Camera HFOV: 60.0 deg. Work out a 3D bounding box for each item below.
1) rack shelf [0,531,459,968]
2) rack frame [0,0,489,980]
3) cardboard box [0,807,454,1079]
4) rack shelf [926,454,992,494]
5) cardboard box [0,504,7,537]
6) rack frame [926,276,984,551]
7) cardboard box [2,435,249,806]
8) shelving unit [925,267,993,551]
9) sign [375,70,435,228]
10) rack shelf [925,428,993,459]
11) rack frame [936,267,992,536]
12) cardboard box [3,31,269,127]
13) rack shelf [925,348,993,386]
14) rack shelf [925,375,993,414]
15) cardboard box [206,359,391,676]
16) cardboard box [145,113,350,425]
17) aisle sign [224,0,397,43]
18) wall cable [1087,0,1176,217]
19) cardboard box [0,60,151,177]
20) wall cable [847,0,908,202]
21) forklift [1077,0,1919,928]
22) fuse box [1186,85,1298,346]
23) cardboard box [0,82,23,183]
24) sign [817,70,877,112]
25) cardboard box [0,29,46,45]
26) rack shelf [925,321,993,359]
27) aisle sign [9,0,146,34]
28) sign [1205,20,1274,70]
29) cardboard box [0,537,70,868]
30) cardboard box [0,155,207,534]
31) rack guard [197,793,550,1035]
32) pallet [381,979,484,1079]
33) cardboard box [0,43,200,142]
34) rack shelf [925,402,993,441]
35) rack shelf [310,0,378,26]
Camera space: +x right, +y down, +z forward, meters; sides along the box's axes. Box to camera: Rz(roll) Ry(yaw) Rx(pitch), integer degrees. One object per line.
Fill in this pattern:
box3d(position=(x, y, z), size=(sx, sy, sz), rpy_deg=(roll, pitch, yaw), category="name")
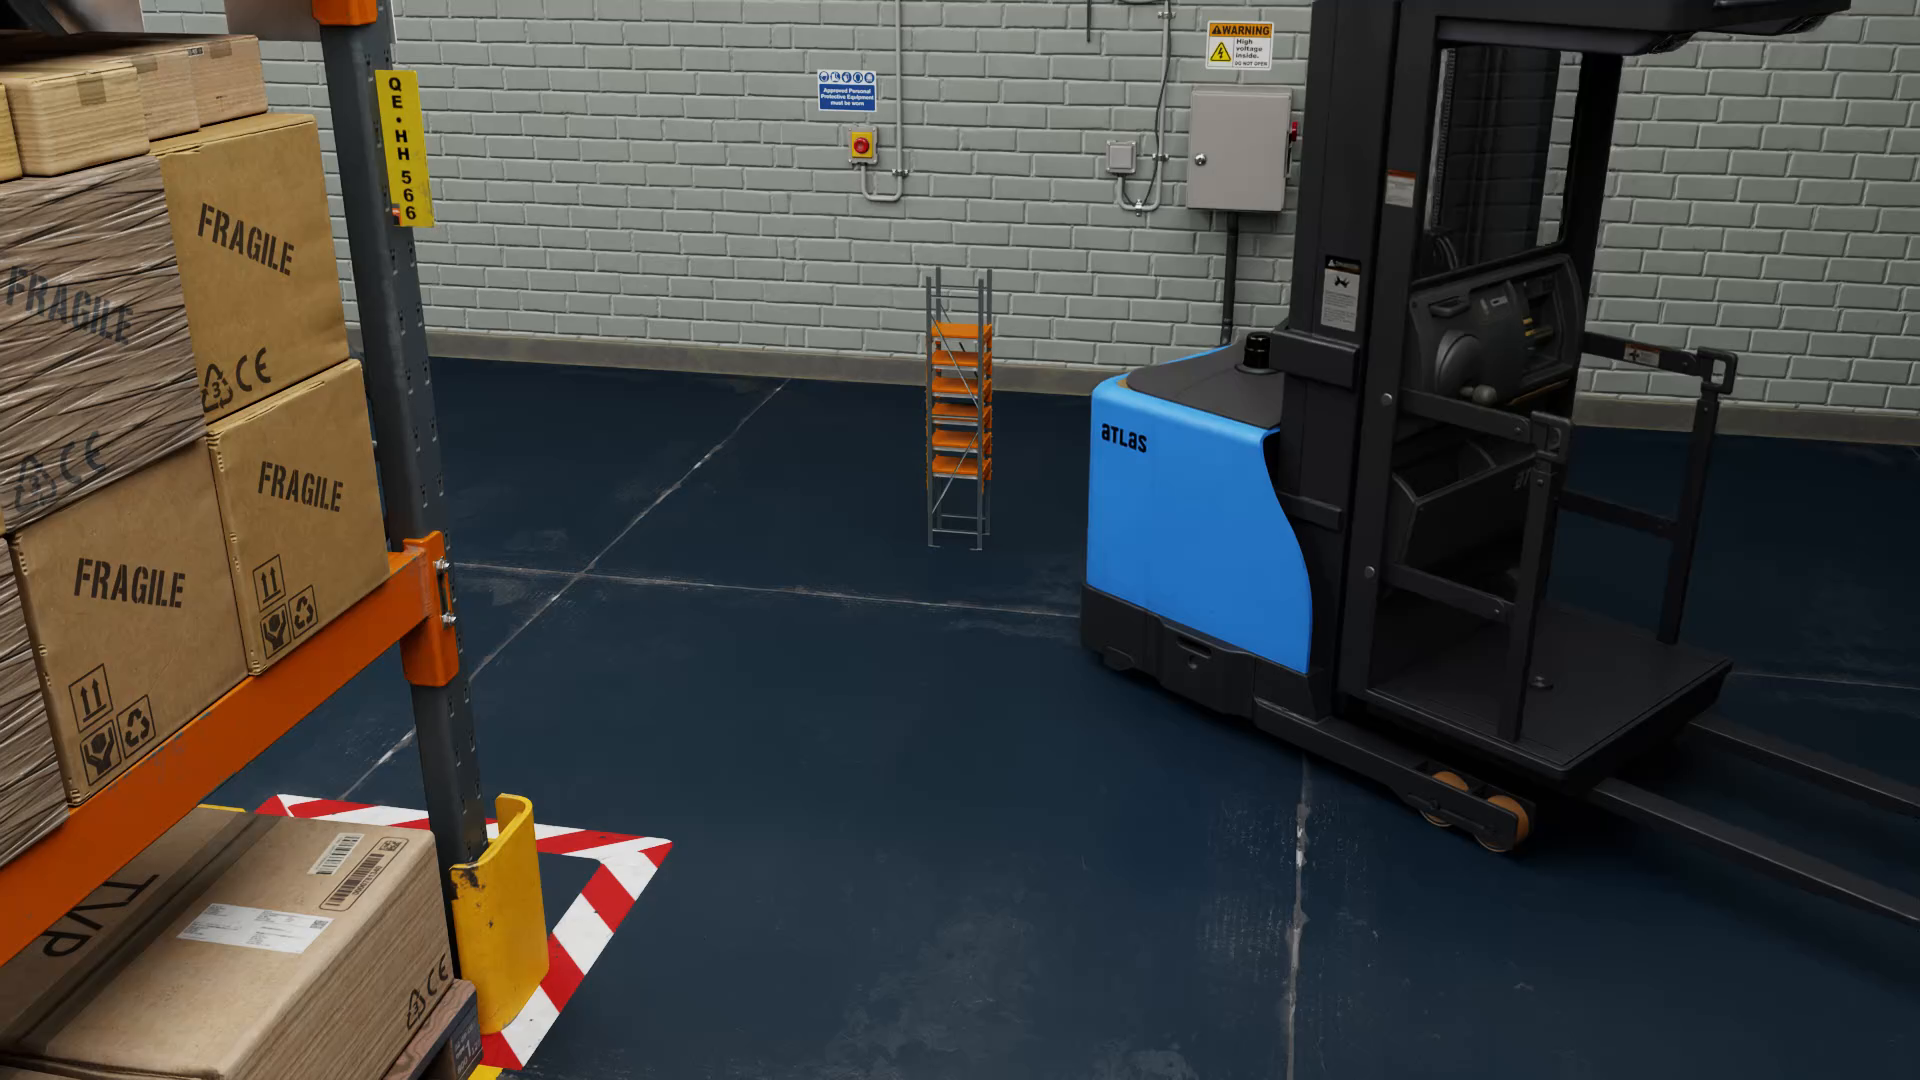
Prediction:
box3d(position=(-2.115, 0.839, 2.218), size=(1.077, 0.370, 4.000), rpy_deg=(4, 22, 11), category="rack shelf")
box3d(position=(-1.707, -0.226, 3.900), size=(1.000, 3.000, 0.127), rpy_deg=(4, 22, 11), category="rack frame")
box3d(position=(-1.744, 1.016, 3.682), size=(0.875, 0.438, 0.875), rpy_deg=(4, 22, 9), category="cardboard box")
box3d(position=(-0.003, -0.287, 7.223), size=(0.258, 0.103, 0.180), rpy_deg=(4, 22, 11), category="rack shelf")
box3d(position=(-1.755, -0.168, 2.283), size=(0.500, 0.500, 0.500), rpy_deg=(4, 22, 11), category="cardboard box")
box3d(position=(-0.022, -0.518, 7.033), size=(0.240, 1.200, 0.006), rpy_deg=(4, 22, 11), category="rack frame")
box3d(position=(-1.664, 0.106, 2.940), size=(0.500, 0.500, 0.500), rpy_deg=(4, 22, 10), category="cardboard box")
box3d(position=(-0.003, -0.551, 7.116), size=(0.258, 1.200, 0.189), rpy_deg=(4, 22, 11), category="shelving unit")
box3d(position=(-1.179, -0.827, 3.524), size=(0.100, 0.325, 0.005), rpy_deg=(4, 22, 11), category="sign")
box3d(position=(-0.003, -0.399, 7.178), size=(0.258, 0.103, 0.180), rpy_deg=(4, 22, 11), category="rack shelf")
box3d(position=(0.016, -0.585, 7.199), size=(0.240, 1.200, 0.006), rpy_deg=(4, 22, 11), category="rack frame")
box3d(position=(-1.584, -0.891, 3.210), size=(0.380, 0.149, 0.250), rpy_deg=(5, 22, 12), category="cardboard box")
box3d(position=(-0.003, -0.733, 7.043), size=(0.258, 0.103, 0.180), rpy_deg=(4, 22, 11), category="rack shelf")
box3d(position=(-0.003, -0.621, 7.088), size=(0.258, 0.103, 0.180), rpy_deg=(4, 22, 11), category="rack shelf")
box3d(position=(-1.547, -0.076, 3.393), size=(0.500, 0.500, 0.500), rpy_deg=(5, 22, 11), category="cardboard box")
box3d(position=(-1.573, -0.542, 3.212), size=(0.500, 0.500, 0.500), rpy_deg=(5, 23, 13), category="cardboard box")
box3d(position=(-1.389, -1.435, 3.421), size=(0.394, 0.787, 0.004), rpy_deg=(4, 22, 11), category="aisle sign")
box3d(position=(0.811, -2.658, 8.577), size=(0.588, 1.984, 0.122), rpy_deg=(4, 22, 11), category="wall cable")
box3d(position=(-1.583, -0.695, 2.724), size=(0.380, 0.149, 0.250), rpy_deg=(4, 22, 10), category="cardboard box")
box3d(position=(-0.580, -2.776, 8.829), size=(0.585, 1.953, 0.123), rpy_deg=(4, 22, 11), category="wall cable")
box3d(position=(1.800, -0.639, 5.016), size=(1.130, 2.935, 3.031), rpy_deg=(-19, 29, -39), category="forklift")
box3d(position=(1.447, -1.479, 8.736), size=(0.539, 1.711, 0.414), rpy_deg=(4, 22, 11), category="fuse box")
box3d(position=(-1.675, -0.606, 2.503), size=(0.380, 0.149, 0.250), rpy_deg=(5, 22, 12), category="cardboard box")
box3d(position=(-0.614, -2.442, 9.039), size=(0.327, 0.218, 0.001), rpy_deg=(4, 22, 11), category="sign")
box3d(position=(-2.051, -0.929, 3.304), size=(0.380, 0.149, 0.250), rpy_deg=(5, 22, 12), category="cardboard box")
box3d(position=(-0.003, -0.844, 6.998), size=(0.258, 0.103, 0.180), rpy_deg=(4, 22, 11), category="rack shelf")
box3d(position=(-1.976, -1.481, 3.535), size=(0.394, 0.787, 0.004), rpy_deg=(4, 22, 11), category="aisle sign")
box3d(position=(1.435, -2.540, 8.539), size=(0.339, 0.242, 0.001), rpy_deg=(4, 22, 11), category="sign")
box3d(position=(-1.759, 0.295, 2.472), size=(0.500, 0.500, 0.500), rpy_deg=(5, 22, 12), category="cardboard box")
box3d(position=(-1.650, -0.349, 2.732), size=(0.500, 0.500, 0.500), rpy_deg=(5, 22, 11), category="cardboard box")
box3d(position=(-1.702, 0.924, 4.389), size=(1.175, 0.500, 0.348), rpy_deg=(4, 22, 11), category="rack guard")
box3d(position=(-1.794, 1.366, 3.680), size=(1.003, 0.211, 1.213), rpy_deg=(4, 22, 11), category="pallet")
box3d(position=(-1.613, -0.796, 2.975), size=(0.380, 0.149, 0.250), rpy_deg=(5, 22, 12), category="cardboard box")
box3d(position=(-0.003, -0.510, 7.133), size=(0.258, 0.103, 0.180), rpy_deg=(4, 22, 11), category="rack shelf")
box3d(position=(-2.115, -0.553, 1.658), size=(1.077, 0.370, 4.000), rpy_deg=(4, 22, 11), category="rack shelf")
